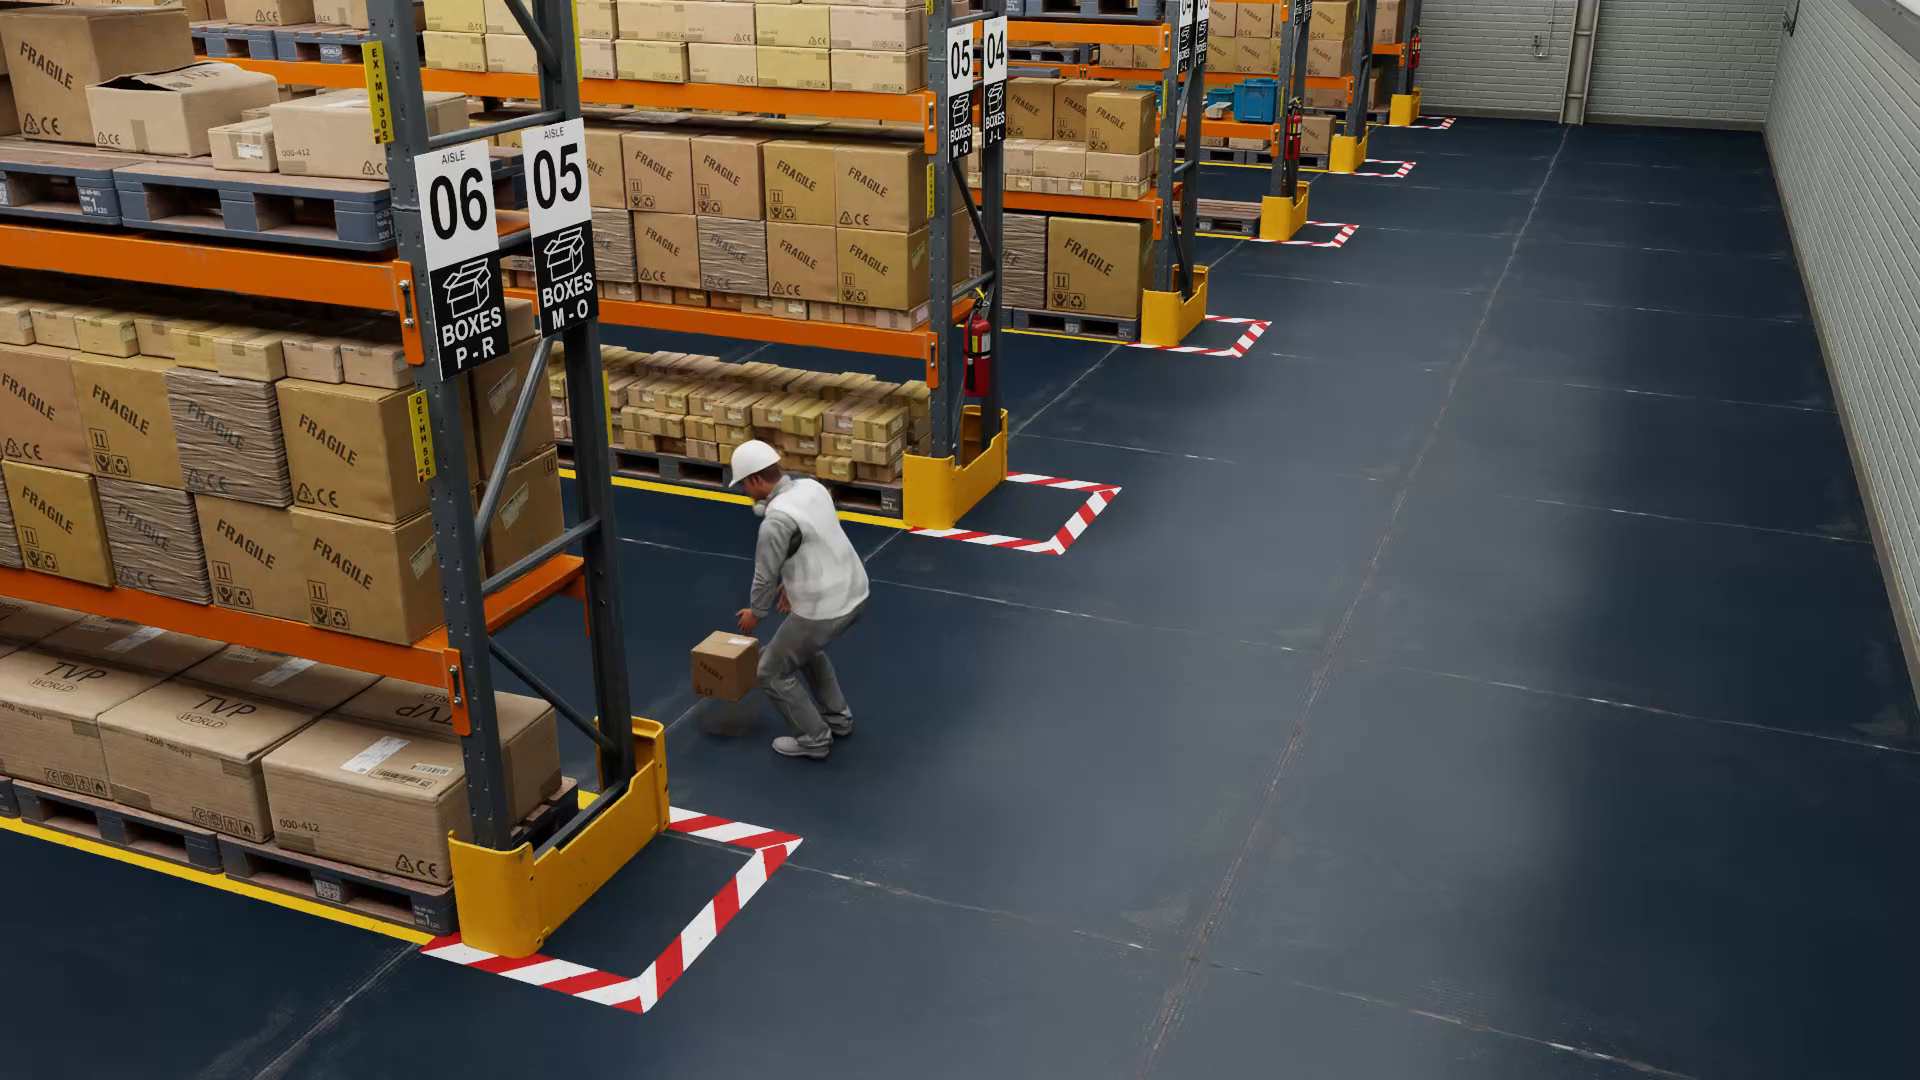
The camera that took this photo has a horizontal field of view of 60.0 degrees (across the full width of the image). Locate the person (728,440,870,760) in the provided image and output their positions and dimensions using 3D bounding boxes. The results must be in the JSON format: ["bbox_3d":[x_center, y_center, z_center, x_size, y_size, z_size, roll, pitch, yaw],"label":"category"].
[{"bbox_3d":[-0.792,0.293,8.101,0.649,1.584,0.586,9,24,21],"label":"person"}]
